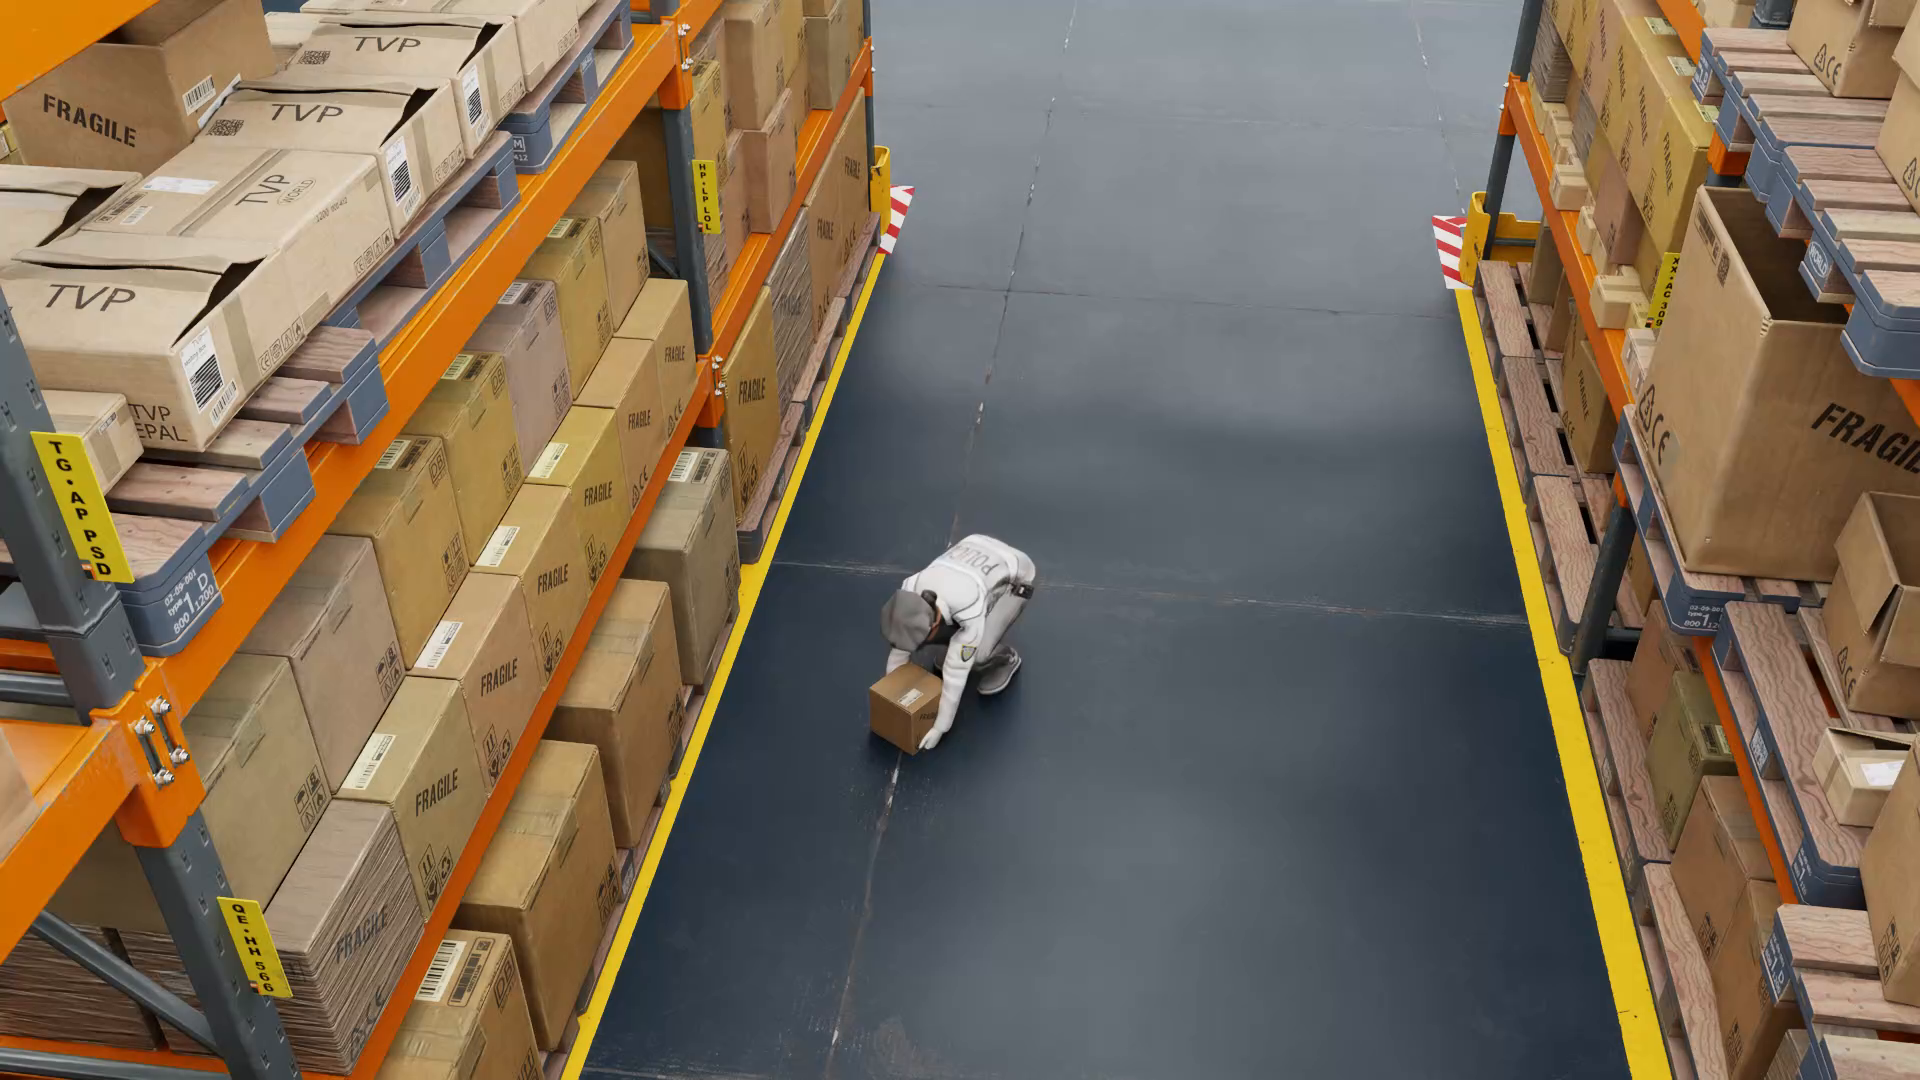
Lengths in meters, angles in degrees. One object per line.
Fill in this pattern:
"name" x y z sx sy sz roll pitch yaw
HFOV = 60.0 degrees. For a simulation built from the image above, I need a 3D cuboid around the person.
"person" -0.025 0.377 7.322 0.461 0.779 0.907 26 43 31
